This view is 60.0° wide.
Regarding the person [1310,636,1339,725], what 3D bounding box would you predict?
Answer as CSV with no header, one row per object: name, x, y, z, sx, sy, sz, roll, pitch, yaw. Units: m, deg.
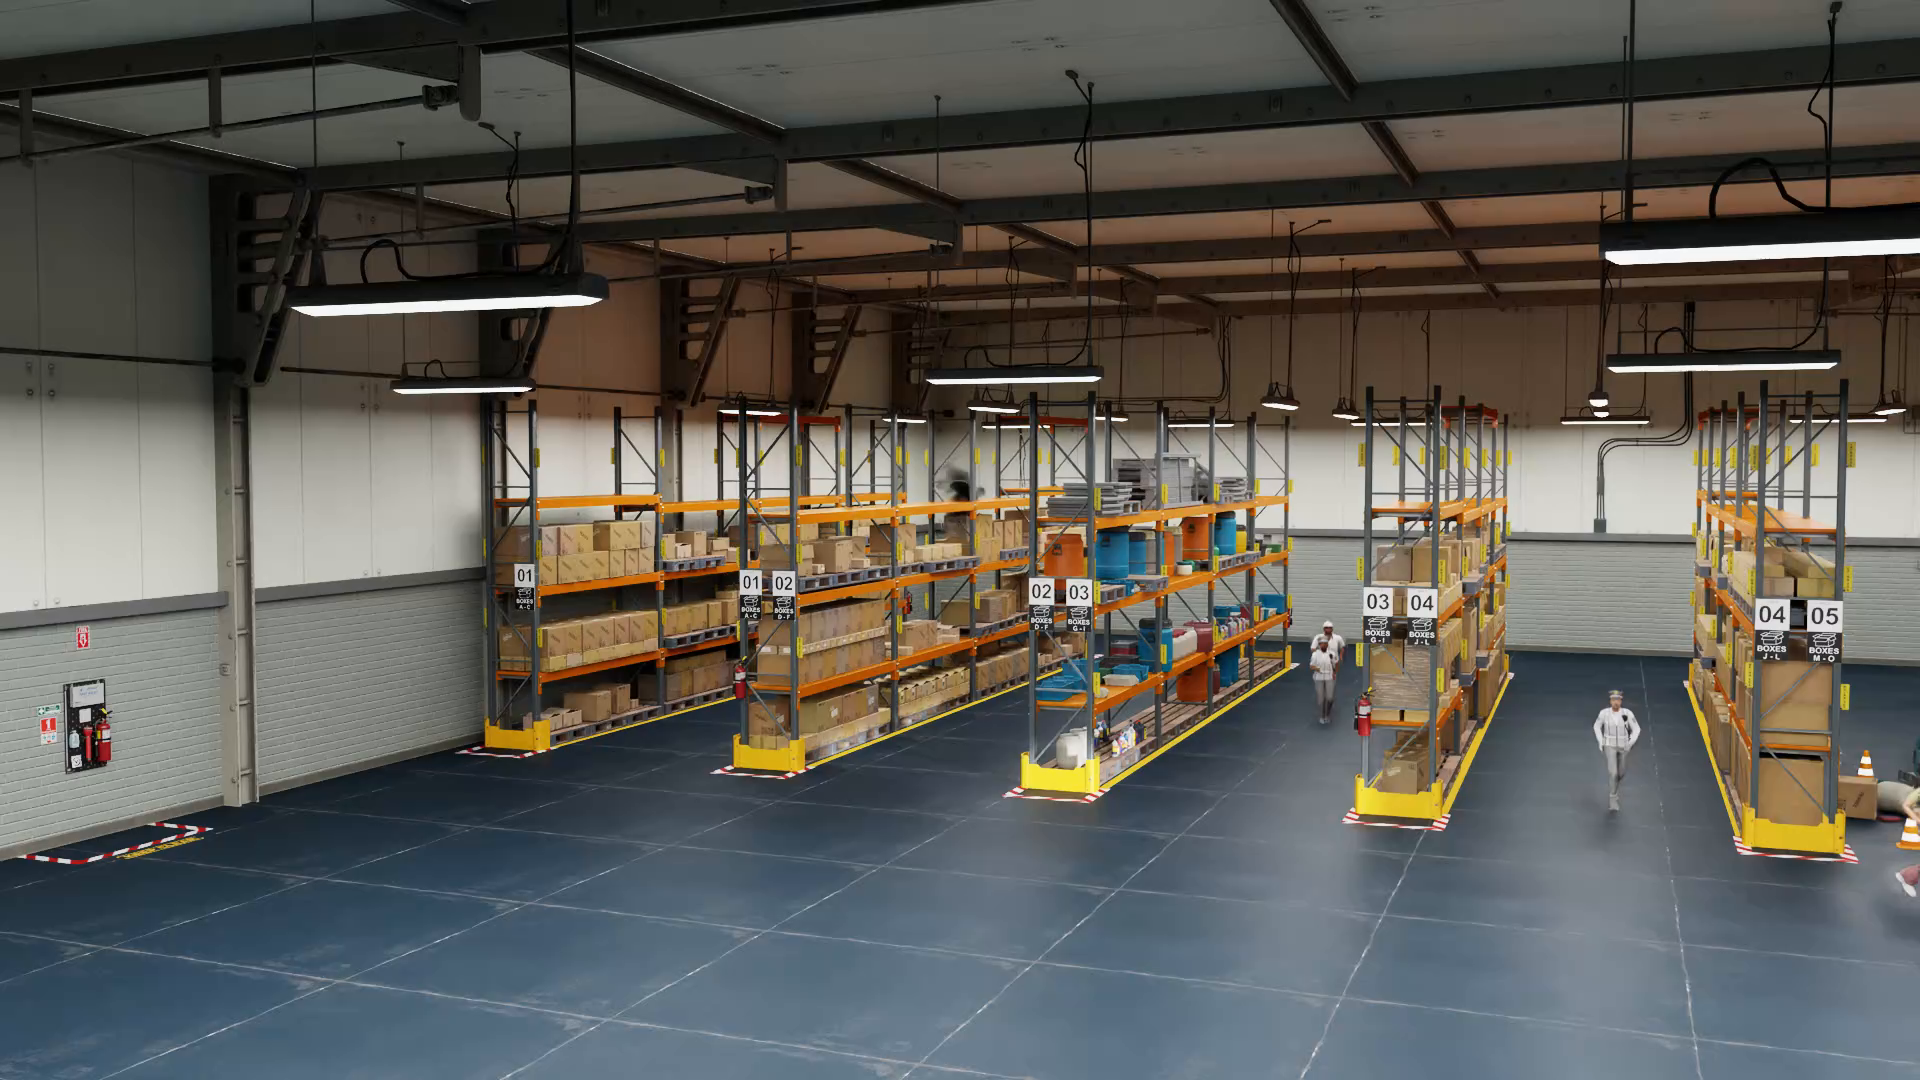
person,6.824,2.629,31.099,0.561,1.681,0.599,0,3,9

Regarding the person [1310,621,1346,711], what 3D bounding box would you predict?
person,7.370,2.499,33.296,0.699,1.758,0.850,0,3,9

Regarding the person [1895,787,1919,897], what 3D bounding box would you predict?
person,10.731,3.274,18.324,0.586,1.615,0.918,-1,3,-27

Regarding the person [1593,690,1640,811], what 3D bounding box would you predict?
person,9.450,2.990,23.946,0.622,1.715,0.764,1,3,16
